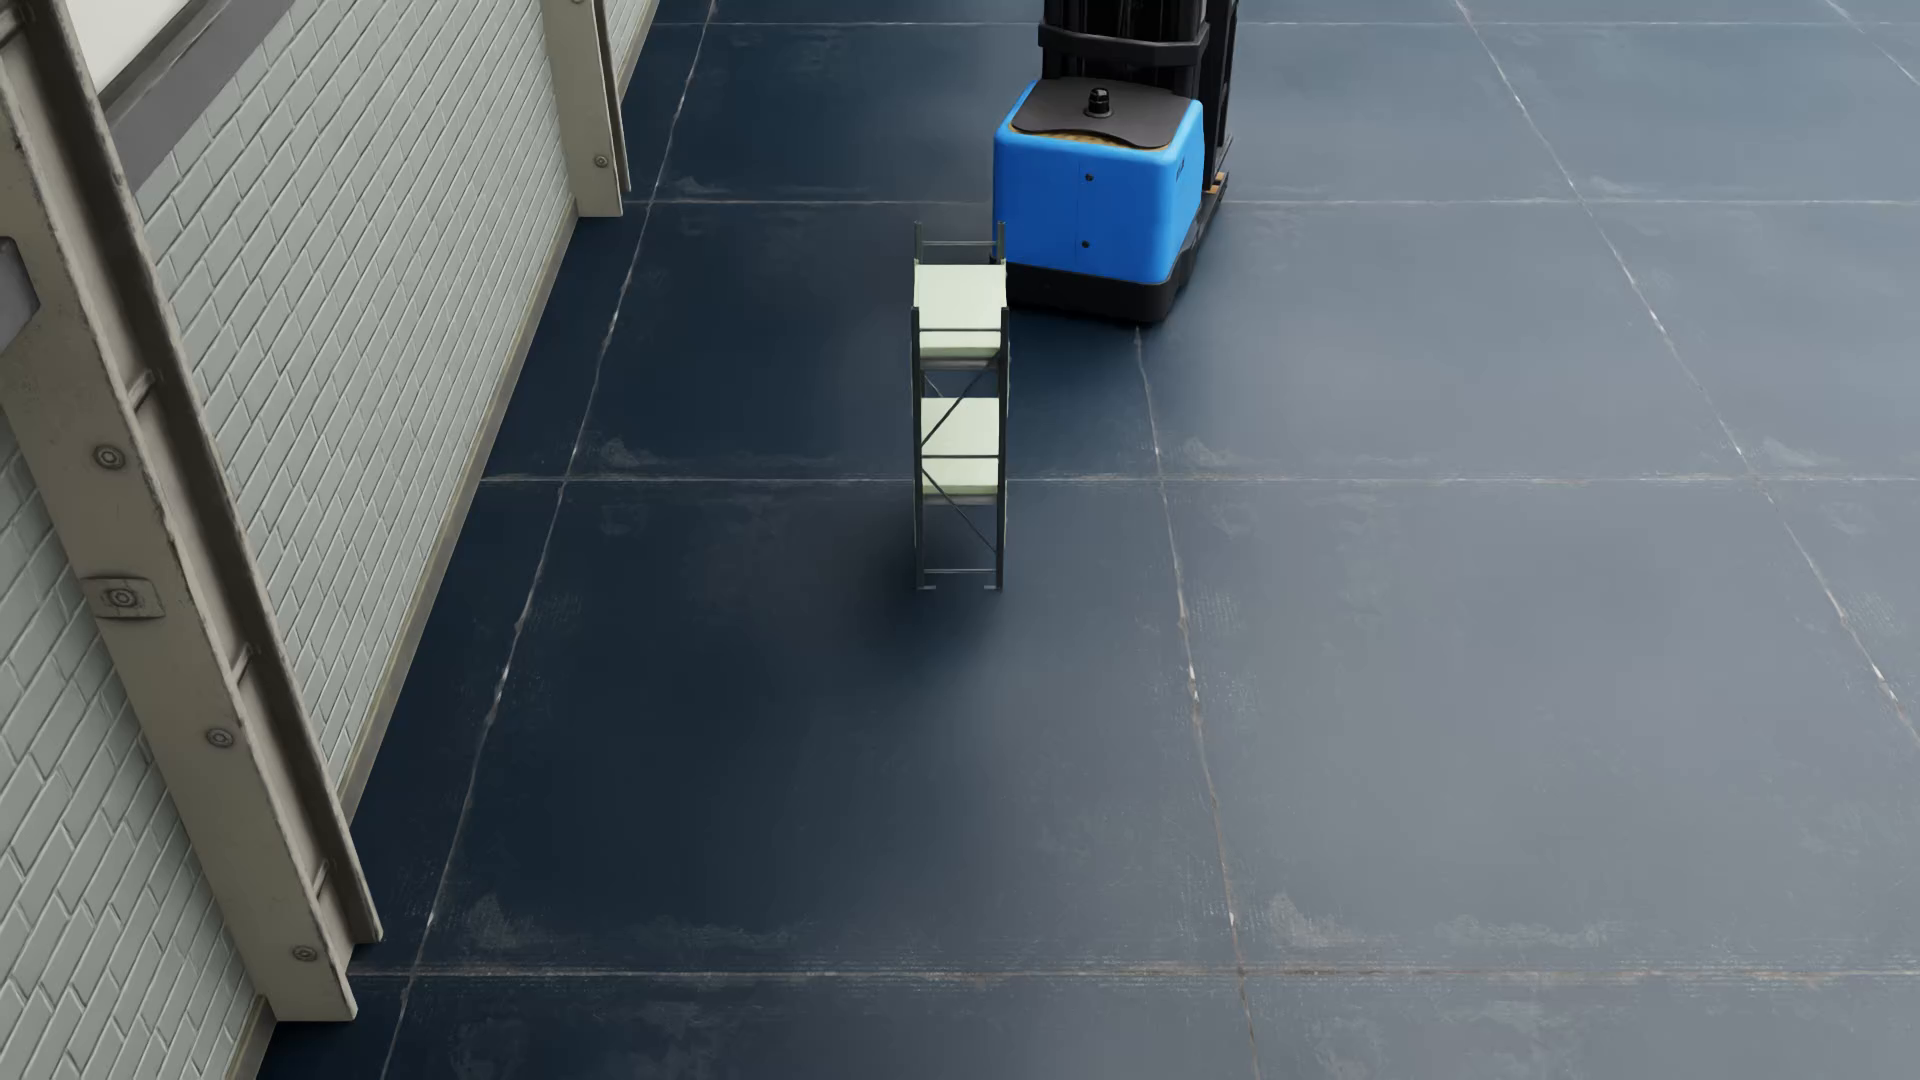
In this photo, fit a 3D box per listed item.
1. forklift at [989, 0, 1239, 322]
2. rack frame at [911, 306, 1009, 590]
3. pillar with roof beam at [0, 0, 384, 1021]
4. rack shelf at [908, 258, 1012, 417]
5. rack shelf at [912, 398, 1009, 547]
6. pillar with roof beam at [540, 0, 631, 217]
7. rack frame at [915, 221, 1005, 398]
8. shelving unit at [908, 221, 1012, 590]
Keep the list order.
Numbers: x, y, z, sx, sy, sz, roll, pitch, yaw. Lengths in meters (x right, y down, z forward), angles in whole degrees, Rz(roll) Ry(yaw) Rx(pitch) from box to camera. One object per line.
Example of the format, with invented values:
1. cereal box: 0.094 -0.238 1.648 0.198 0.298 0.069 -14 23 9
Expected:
1. forklift: 1.102 -3.307 9.778 1.130 2.935 3.031 11 40 14
2. rack frame: 0.000 -0.361 7.246 0.400 1.500 0.023 0 39 0
3. pillar with roof beam: 2.009 -1.940 3.220 9.100 9.000 0.400 0 39 0
4. rack shelf: 0.000 -0.894 7.288 0.431 0.370 0.720 0 39 0
5. rack shelf: 0.000 -0.335 7.736 0.431 0.370 0.720 0 39 0
6. pillar with roof beam: 2.002 -5.692 7.902 9.100 9.000 0.400 0 39 0
7. rack frame: 0.000 -0.818 7.817 0.400 1.500 0.023 0 39 0
8. shelving unit: 0.000 -0.589 7.532 0.431 1.500 0.755 0 39 0
